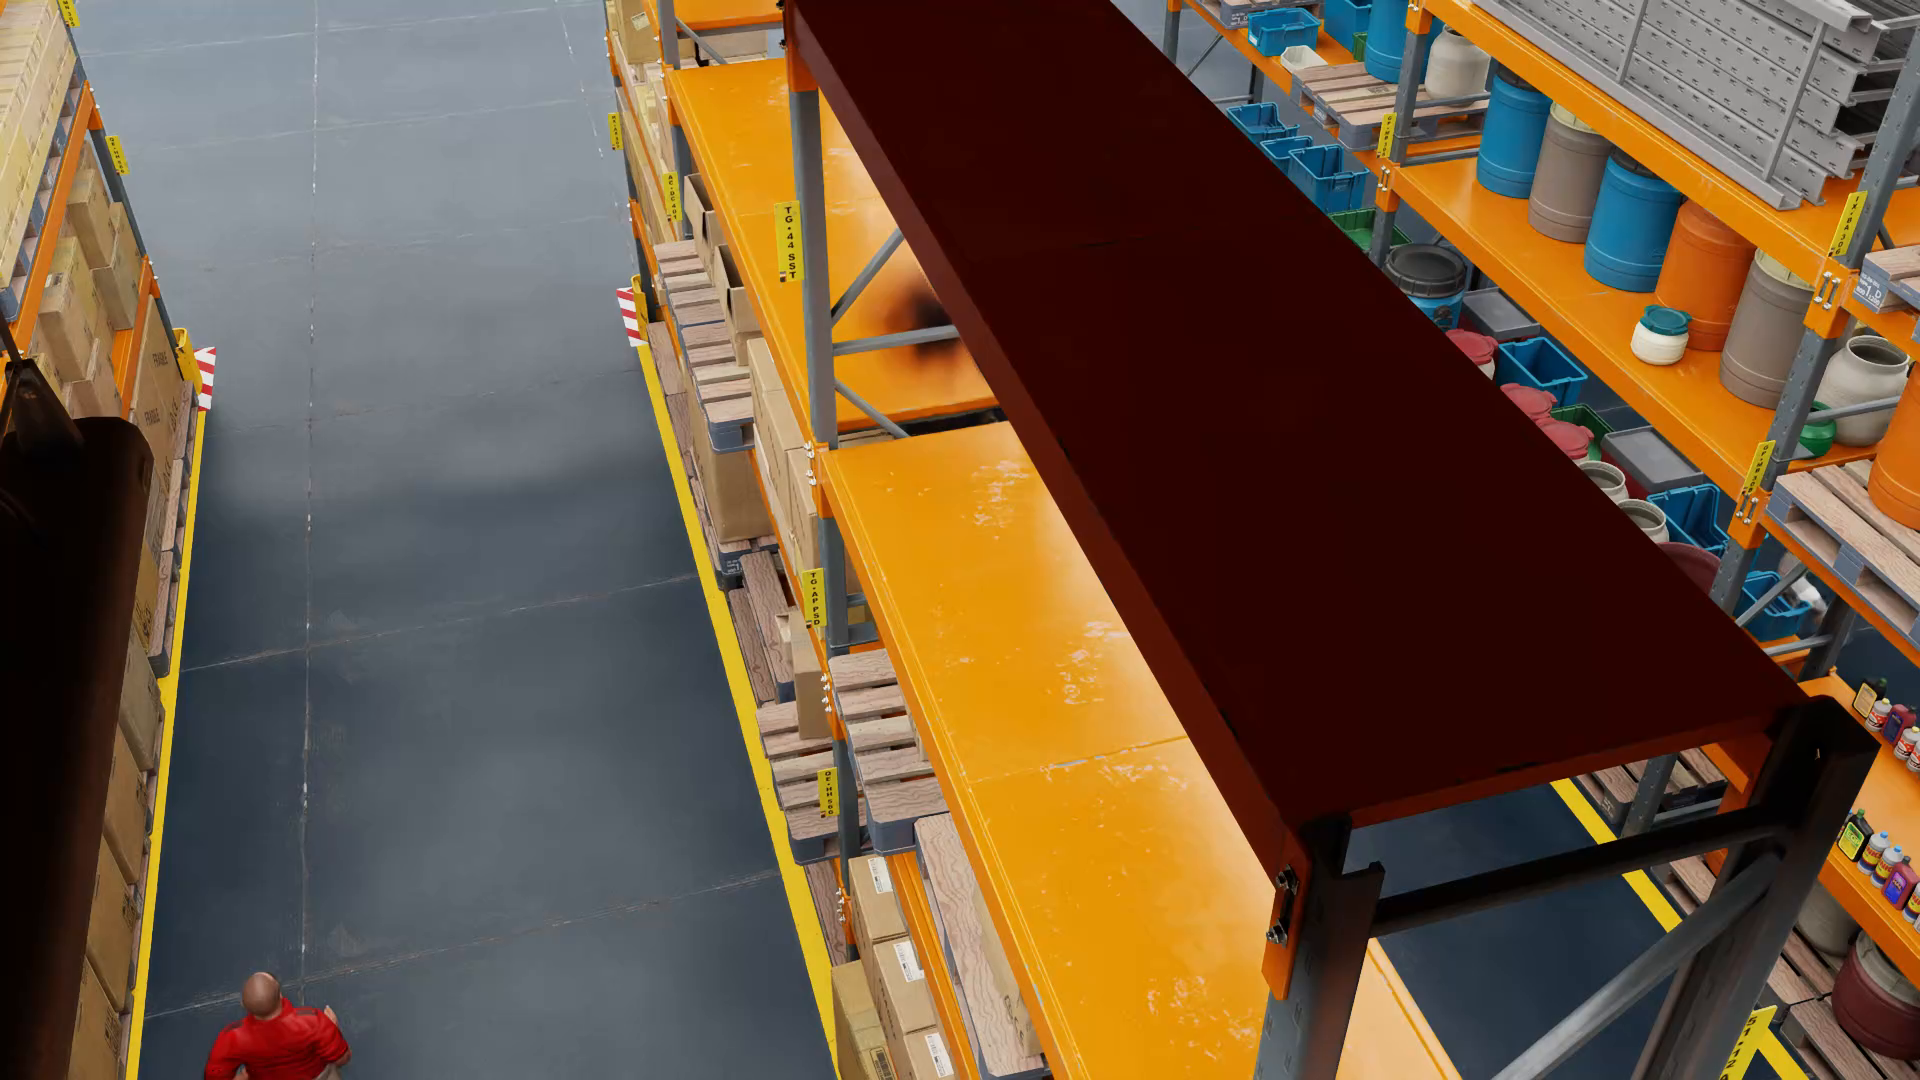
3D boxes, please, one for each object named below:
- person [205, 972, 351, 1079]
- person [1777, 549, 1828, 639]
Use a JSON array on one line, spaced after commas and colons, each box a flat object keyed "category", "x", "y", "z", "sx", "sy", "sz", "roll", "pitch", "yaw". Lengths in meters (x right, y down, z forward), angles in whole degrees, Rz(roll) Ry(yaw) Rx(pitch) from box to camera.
[{"category": "person", "x": -3.241, "y": 2.638, "z": 8.131, "sx": 0.638, "sy": 1.681, "sz": 0.586, "roll": -8, "pitch": 39, "yaw": -9}, {"category": "person", "x": 6.007, "y": -0.020, "z": 11.448, "sx": 0.663, "sy": 1.747, "sz": 0.780, "roll": -16, "pitch": 41, "yaw": -19}]
